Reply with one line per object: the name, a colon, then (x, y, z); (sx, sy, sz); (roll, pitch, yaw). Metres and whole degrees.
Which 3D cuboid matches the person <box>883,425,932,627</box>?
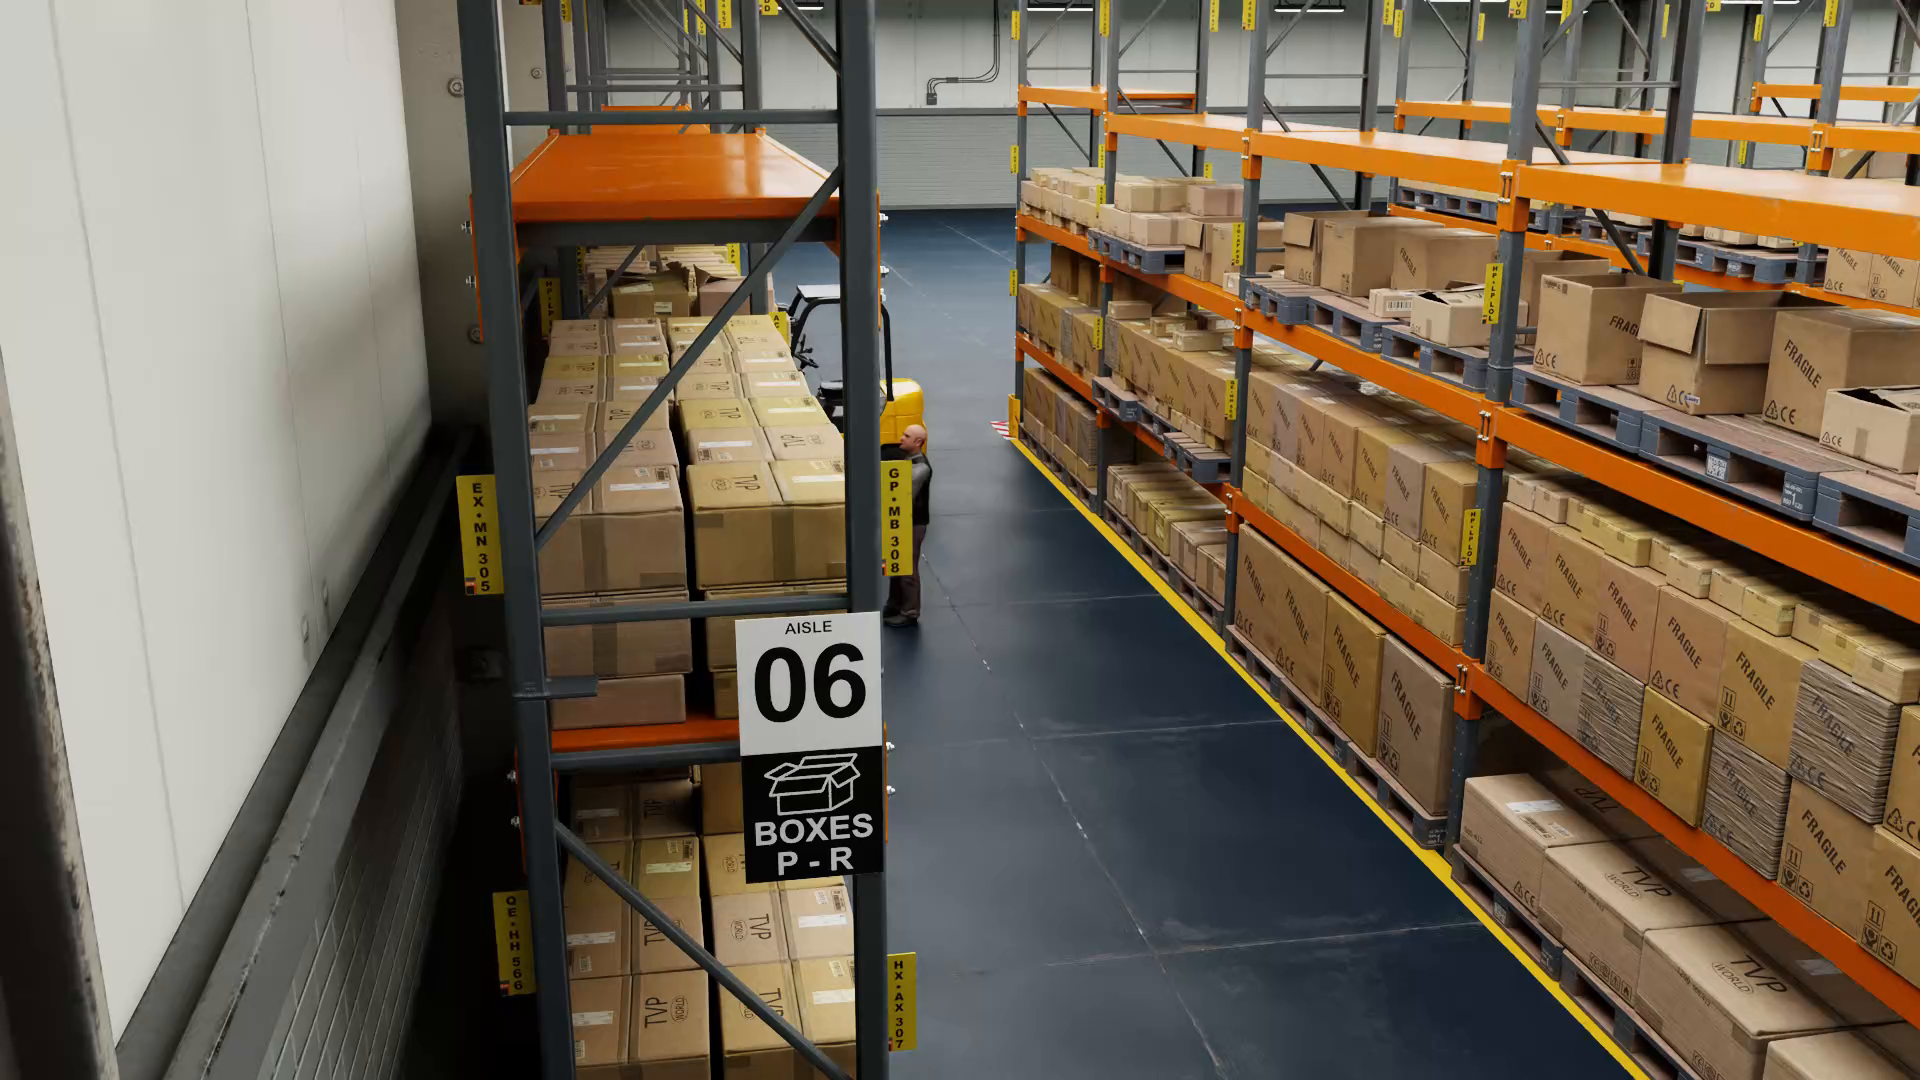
person: (-0.510, -0.123, 13.992); (0.521, 1.726, 0.546); (-4, 17, -15)
